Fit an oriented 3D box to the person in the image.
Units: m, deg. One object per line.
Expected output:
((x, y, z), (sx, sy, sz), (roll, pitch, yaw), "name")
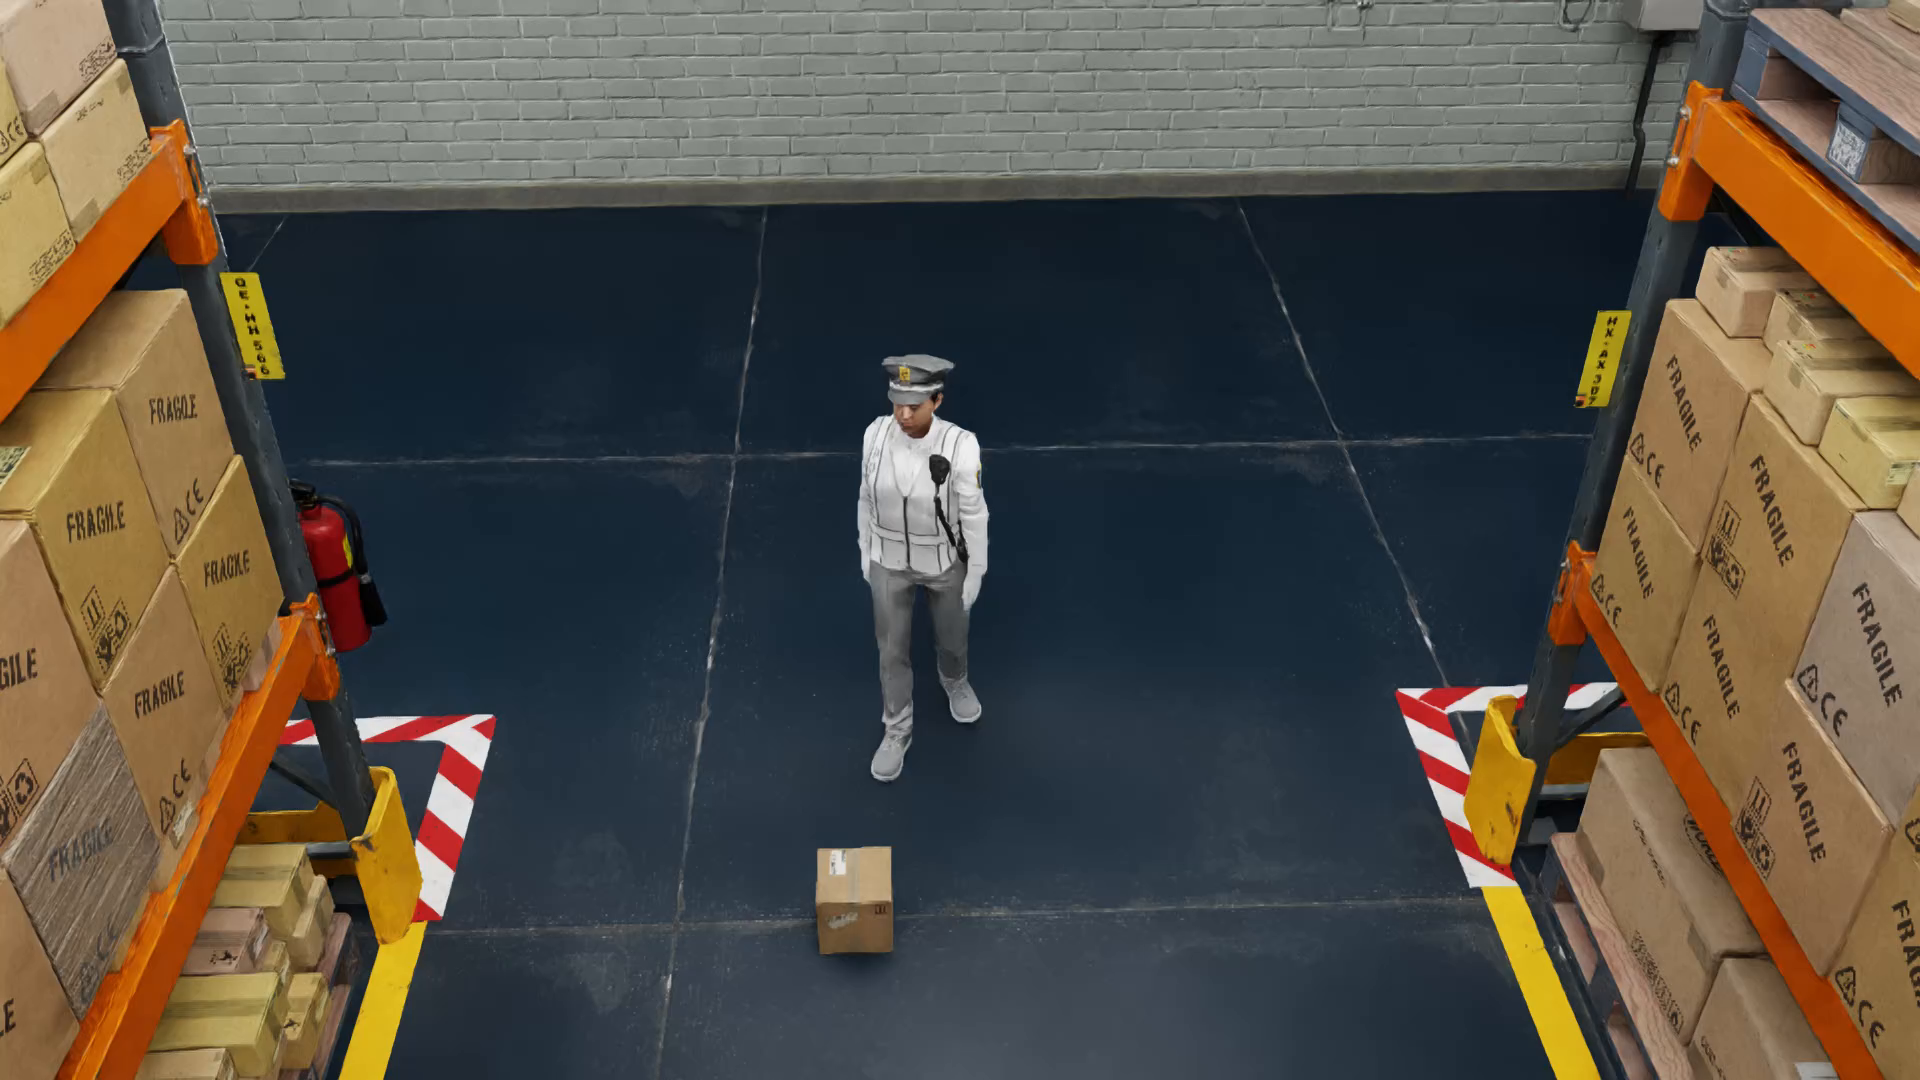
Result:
((-0.141, 0.075, 6.004), (0.494, 1.685, 0.599), (7, 36, 10), "person")
